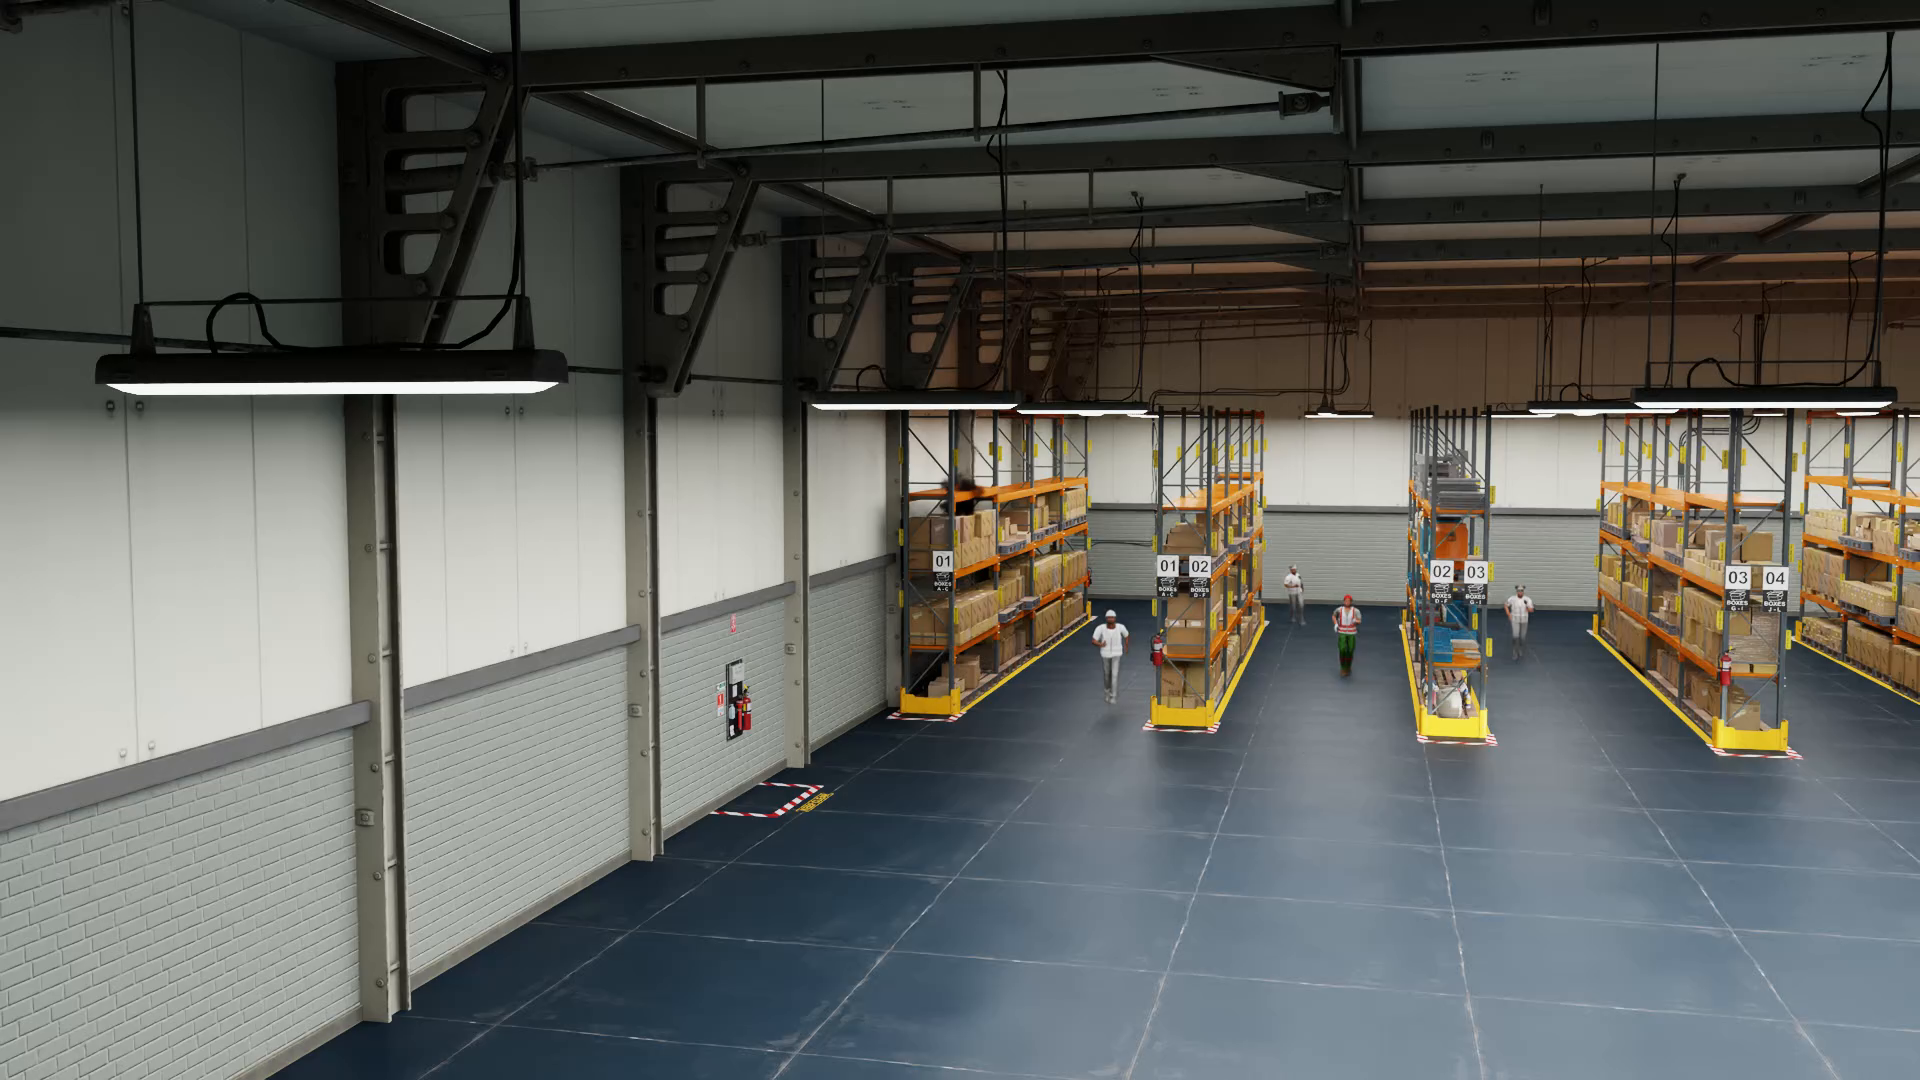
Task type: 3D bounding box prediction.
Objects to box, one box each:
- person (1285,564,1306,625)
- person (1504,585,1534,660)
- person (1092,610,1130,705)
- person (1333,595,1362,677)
[{"bbox_3d":[9.384,1.550,46.823,0.598,1.757,0.732,-1,4,-14],"label":"person"},{"bbox_3d":[13.431,1.987,39.920,0.638,1.842,0.723,1,4,9],"label":"person"},{"bbox_3d":[2.908,2.263,32.107,0.721,1.829,0.822,0,4,6],"label":"person"},{"bbox_3d":[8.704,2.148,37.388,0.630,1.844,0.727,1,4,11],"label":"person"}]
